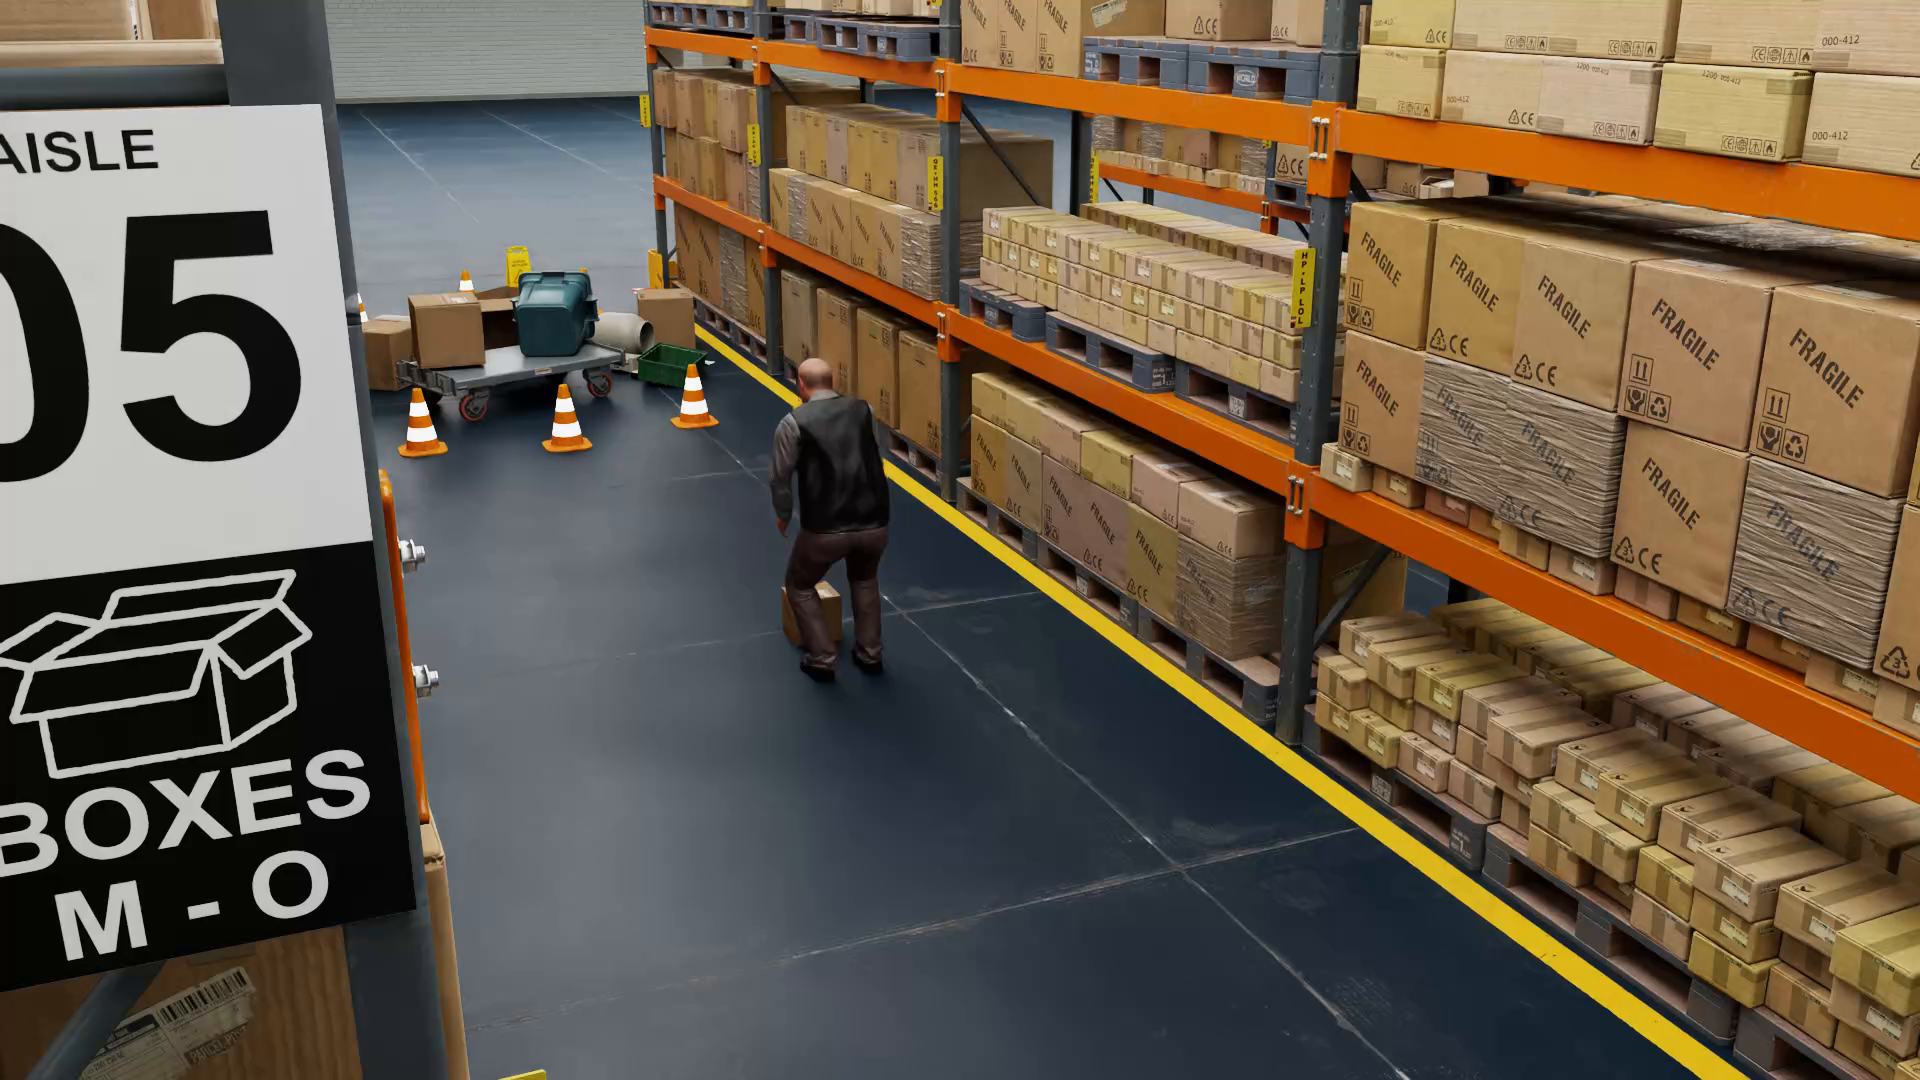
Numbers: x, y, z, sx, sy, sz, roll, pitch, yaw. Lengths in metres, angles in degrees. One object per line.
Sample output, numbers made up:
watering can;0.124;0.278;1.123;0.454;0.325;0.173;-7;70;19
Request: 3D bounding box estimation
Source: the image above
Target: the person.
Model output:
person;-0.628;-0.085;8.119;0.583;1.560;0.579;-8;20;-21
